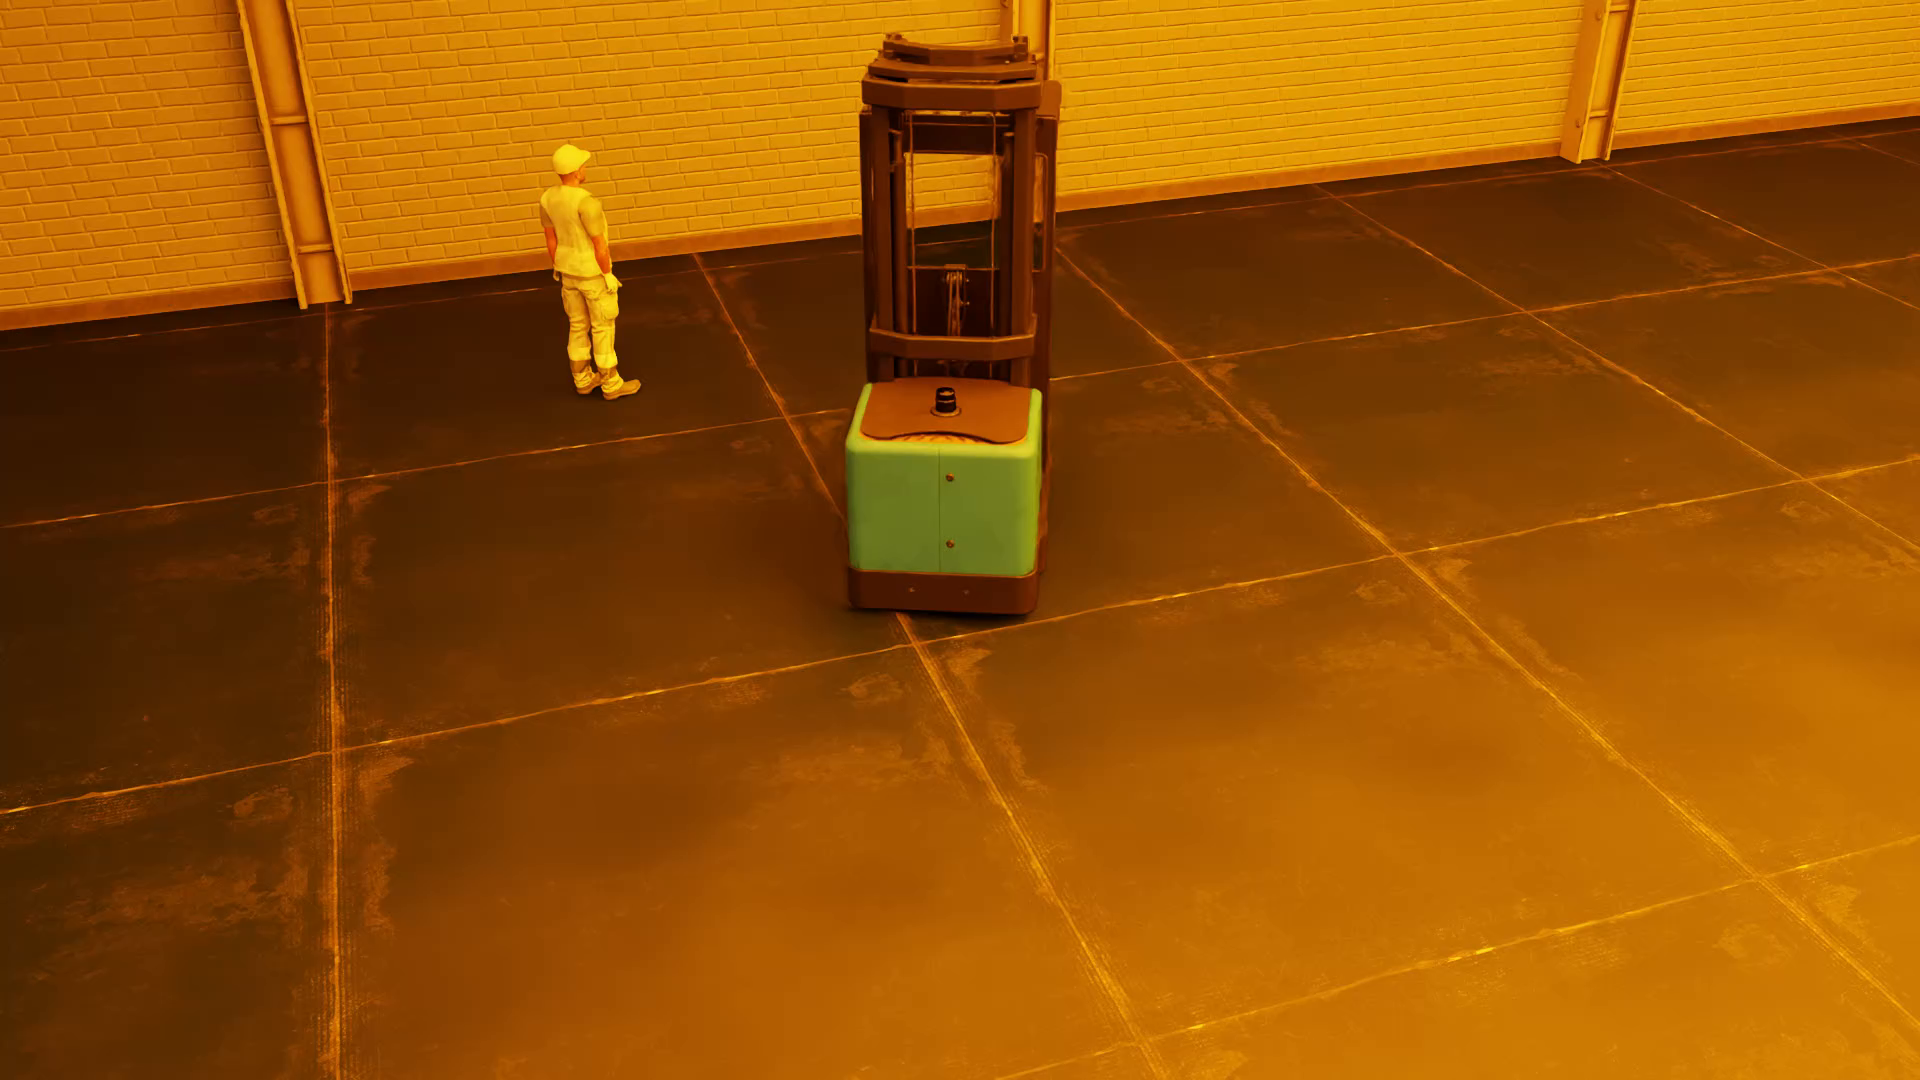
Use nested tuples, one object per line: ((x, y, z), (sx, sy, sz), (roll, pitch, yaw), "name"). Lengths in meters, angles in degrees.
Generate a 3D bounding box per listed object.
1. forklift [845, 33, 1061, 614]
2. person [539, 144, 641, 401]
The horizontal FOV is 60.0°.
((0.010, -1.567, 9.810), (1.130, 2.935, 3.031), (2, 30, 4), "forklift")
((-2.570, -1.844, 11.436), (0.535, 1.795, 0.372), (16, 34, 26), "person")
